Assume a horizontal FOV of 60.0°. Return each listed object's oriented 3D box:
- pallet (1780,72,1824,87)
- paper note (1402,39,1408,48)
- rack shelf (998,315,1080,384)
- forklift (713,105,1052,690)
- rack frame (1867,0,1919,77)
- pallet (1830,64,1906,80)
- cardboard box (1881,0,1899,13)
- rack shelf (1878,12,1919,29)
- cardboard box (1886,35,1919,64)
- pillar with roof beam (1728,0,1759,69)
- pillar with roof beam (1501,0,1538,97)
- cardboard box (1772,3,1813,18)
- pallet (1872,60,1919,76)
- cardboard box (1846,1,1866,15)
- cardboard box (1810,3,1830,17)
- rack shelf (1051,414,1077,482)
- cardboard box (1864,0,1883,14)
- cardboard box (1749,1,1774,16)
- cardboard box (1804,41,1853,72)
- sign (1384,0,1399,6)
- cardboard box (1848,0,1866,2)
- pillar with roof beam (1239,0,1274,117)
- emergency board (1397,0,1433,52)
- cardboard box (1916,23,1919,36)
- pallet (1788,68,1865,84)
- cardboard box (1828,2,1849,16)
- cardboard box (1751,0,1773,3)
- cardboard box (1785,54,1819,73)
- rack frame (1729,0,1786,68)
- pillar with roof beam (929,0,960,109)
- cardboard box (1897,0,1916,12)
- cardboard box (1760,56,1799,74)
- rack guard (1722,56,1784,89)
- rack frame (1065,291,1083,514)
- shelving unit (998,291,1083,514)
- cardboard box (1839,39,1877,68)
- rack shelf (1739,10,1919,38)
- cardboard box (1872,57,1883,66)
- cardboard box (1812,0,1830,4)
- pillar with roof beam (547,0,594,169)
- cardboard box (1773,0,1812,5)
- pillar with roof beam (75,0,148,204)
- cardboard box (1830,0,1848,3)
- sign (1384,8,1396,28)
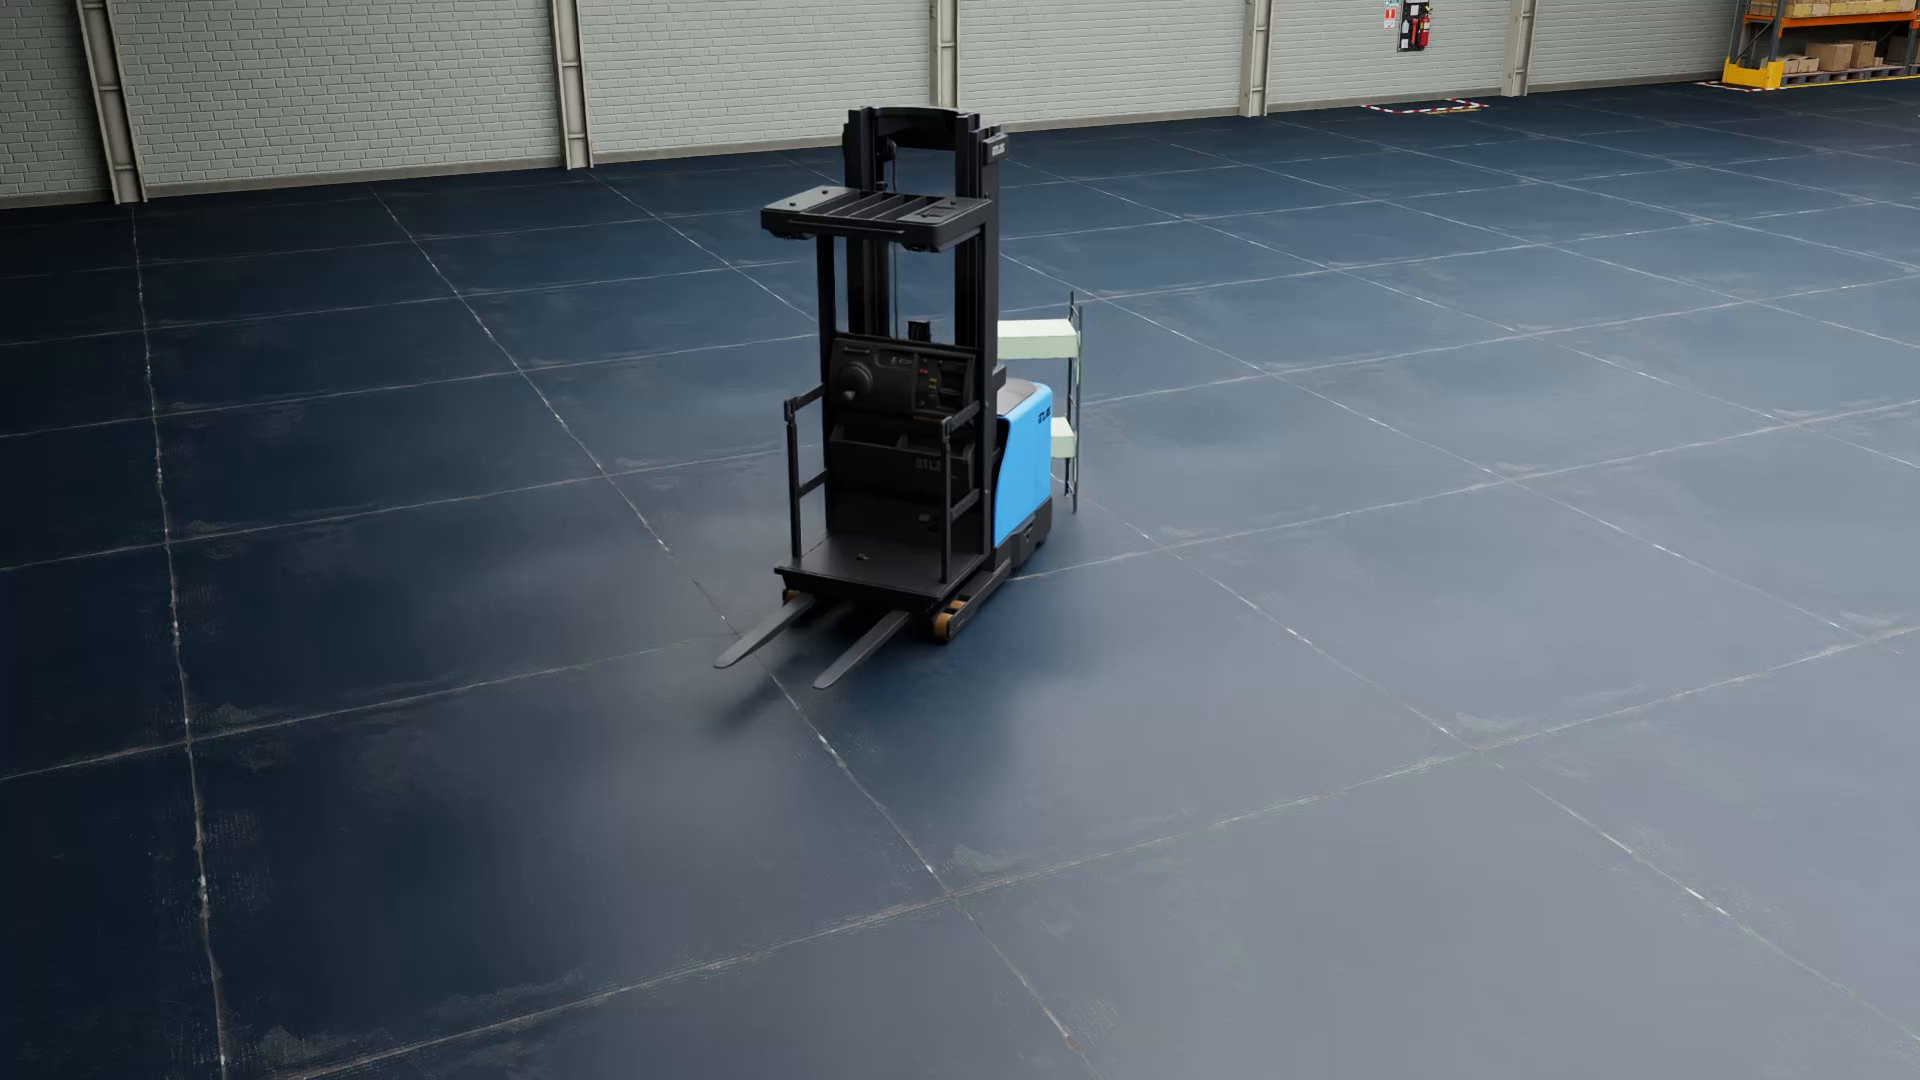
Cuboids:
[{"bbox_3d":[16.539,-9.317,33.482,1.213,0.211,1.003,-10,25,-24],"label":"pallet"},{"bbox_3d":[8.140,-9.080,30.415,0.142,0.148,0.016,-10,25,-24],"label":"paper note"},{"bbox_3d":[0.428,-1.298,11.404,0.720,0.370,0.431,-2,23,-6],"label":"rack shelf"},{"bbox_3d":[-0.431,-0.944,9.698,1.130,2.935,3.031,9,24,22],"label":"forklift"},{"bbox_3d":[19.327,-11.134,34.225,0.127,3.000,1.000,-10,25,-24],"label":"rack frame"},{"bbox_3d":[18.738,-9.722,34.460,1.213,0.211,1.003,-10,25,-24],"label":"pallet"},{"bbox_3d":[18.580,-10.811,33.615,0.500,0.250,0.500,-10,25,-23],"label":"cardboard box"},{"bbox_3d":[21.130,-11.133,35.164,4.000,0.370,1.077,-10,25,-24],"label":"rack shelf"},{"bbox_3d":[19.984,-10.310,34.928,0.500,0.500,0.700,-10,24,-22],"label":"cardboard box"},{"bbox_3d":[17.846,-12.173,28.891,0.400,9.000,9.100,-10,25,-24],"label":"pillar with roof beam"},{"bbox_3d":[12.440,-11.177,26.487,0.400,9.000,9.100,-10,25,-24],"label":"pillar with roof beam"},{"bbox_3d":[16.301,-10.382,32.578,0.500,0.250,0.500,-11,25,-25],"label":"cardboard box"},{"bbox_3d":[20.028,-9.975,35.071,1.213,0.211,1.003,-10,25,-24],"label":"pallet"},{"bbox_3d":[17.680,-10.638,33.198,0.500,0.250,0.500,-10,25,-23],"label":"cardboard box"},{"bbox_3d":[16.762,-10.473,32.798,0.500,0.250,0.500,-11,25,-25],"label":"cardboard box"},{"bbox_3d":[0.428,-0.636,11.678,0.720,0.370,0.431,-2,23,-6],"label":"rack shelf"},{"bbox_3d":[18.133,-10.722,33.400,0.500,0.250,0.500,-11,25,-24],"label":"cardboard box"},{"bbox_3d":[16.060,-10.554,32.996,0.500,0.250,0.500,-10,25,-23],"label":"cardboard box"},{"bbox_3d":[17.582,-9.801,33.699,0.500,0.500,0.700,-12,25,-27],"label":"cardboard box"},{"bbox_3d":[7.794,-9.695,30.010,0.331,0.109,0.001,-10,25,-24],"label":"sign"},{"bbox_3d":[17.662,-10.984,33.053,0.500,0.500,0.500,-10,24,-22],"label":"cardboard box"},{"bbox_3d":[7.033,-10.182,24.082,0.400,9.000,9.100,-10,25,-24],"label":"pillar with roof beam"},{"bbox_3d":[8.329,-9.492,30.260,0.643,1.169,0.194,-10,25,-24],"label":"emergency board"},{"bbox_3d":[20.379,-10.731,34.964,0.500,0.250,0.500,-11,25,-25],"label":"cardboard box"},{"bbox_3d":[17.637,-9.518,33.967,1.213,0.211,1.003,-10,25,-24],"label":"pallet"},{"bbox_3d":[17.224,-10.555,32.997,0.500,0.250,0.500,-11,25,-24],"label":"cardboard box"},{"bbox_3d":[16.056,-10.908,32.869,0.500,0.500,0.500,-11,25,-24],"label":"cardboard box"},{"bbox_3d":[16.899,-9.609,33.483,0.500,0.311,0.500,-8,24,-19],"label":"cardboard box"},{"bbox_3d":[15.723,-10.470,32.622,0.127,3.000,1.000,-10,25,-24],"label":"rack frame"},{"bbox_3d":[1.627,-9.187,21.678,0.400,9.000,9.100,-10,25,-24],"label":"pillar with roof beam"},{"bbox_3d":[19.032,-10.891,33.808,0.500,0.250,0.500,-10,25,-23],"label":"cardboard box"},{"bbox_3d":[16.386,-9.515,33.254,0.500,0.311,0.500,-14,26,-30],"label":"cardboard box"},{"bbox_3d":[15.792,-9.328,33.131,0.348,0.500,1.175,-10,25,-24],"label":"rack guard"},{"bbox_3d":[0.792,-0.952,11.589,0.023,1.500,0.400,-2,23,-6],"label":"rack frame"},{"bbox_3d":[0.428,-0.937,11.554,0.755,1.500,0.431,-2,23,-6],"label":"shelving unit"},{"bbox_3d":[18.410,-9.996,34.170,0.500,0.500,0.500,-12,26,-28],"label":"cardboard box"},{"bbox_3d":[17.525,-10.470,33.561,4.000,0.370,1.077,-10,25,-24],"label":"rack shelf"},{"bbox_3d":[18.858,-9.929,34.443,0.250,0.166,0.380,-14,26,-30],"label":"cardboard box"},{"bbox_3d":[16.733,-10.811,32.634,0.500,0.500,0.500,-10,25,-23],"label":"cardboard box"},{"bbox_3d":[-3.779,-8.192,19.274,0.400,9.000,9.100,-10,25,-24],"label":"pillar with roof beam"},{"bbox_3d":[16.284,-10.732,32.445,0.500,0.500,0.500,-10,25,-24],"label":"cardboard box"},{"bbox_3d":[-9.186,-7.196,16.869,0.400,9.000,9.100,-10,25,-24],"label":"pillar with roof beam"},{"bbox_3d":[17.202,-10.894,32.836,0.500,0.500,0.500,-11,25,-25],"label":"cardboard box"},{"bbox_3d":[7.786,-9.453,30.117,0.234,0.329,0.001,-10,25,-24],"label":"sign"}]
